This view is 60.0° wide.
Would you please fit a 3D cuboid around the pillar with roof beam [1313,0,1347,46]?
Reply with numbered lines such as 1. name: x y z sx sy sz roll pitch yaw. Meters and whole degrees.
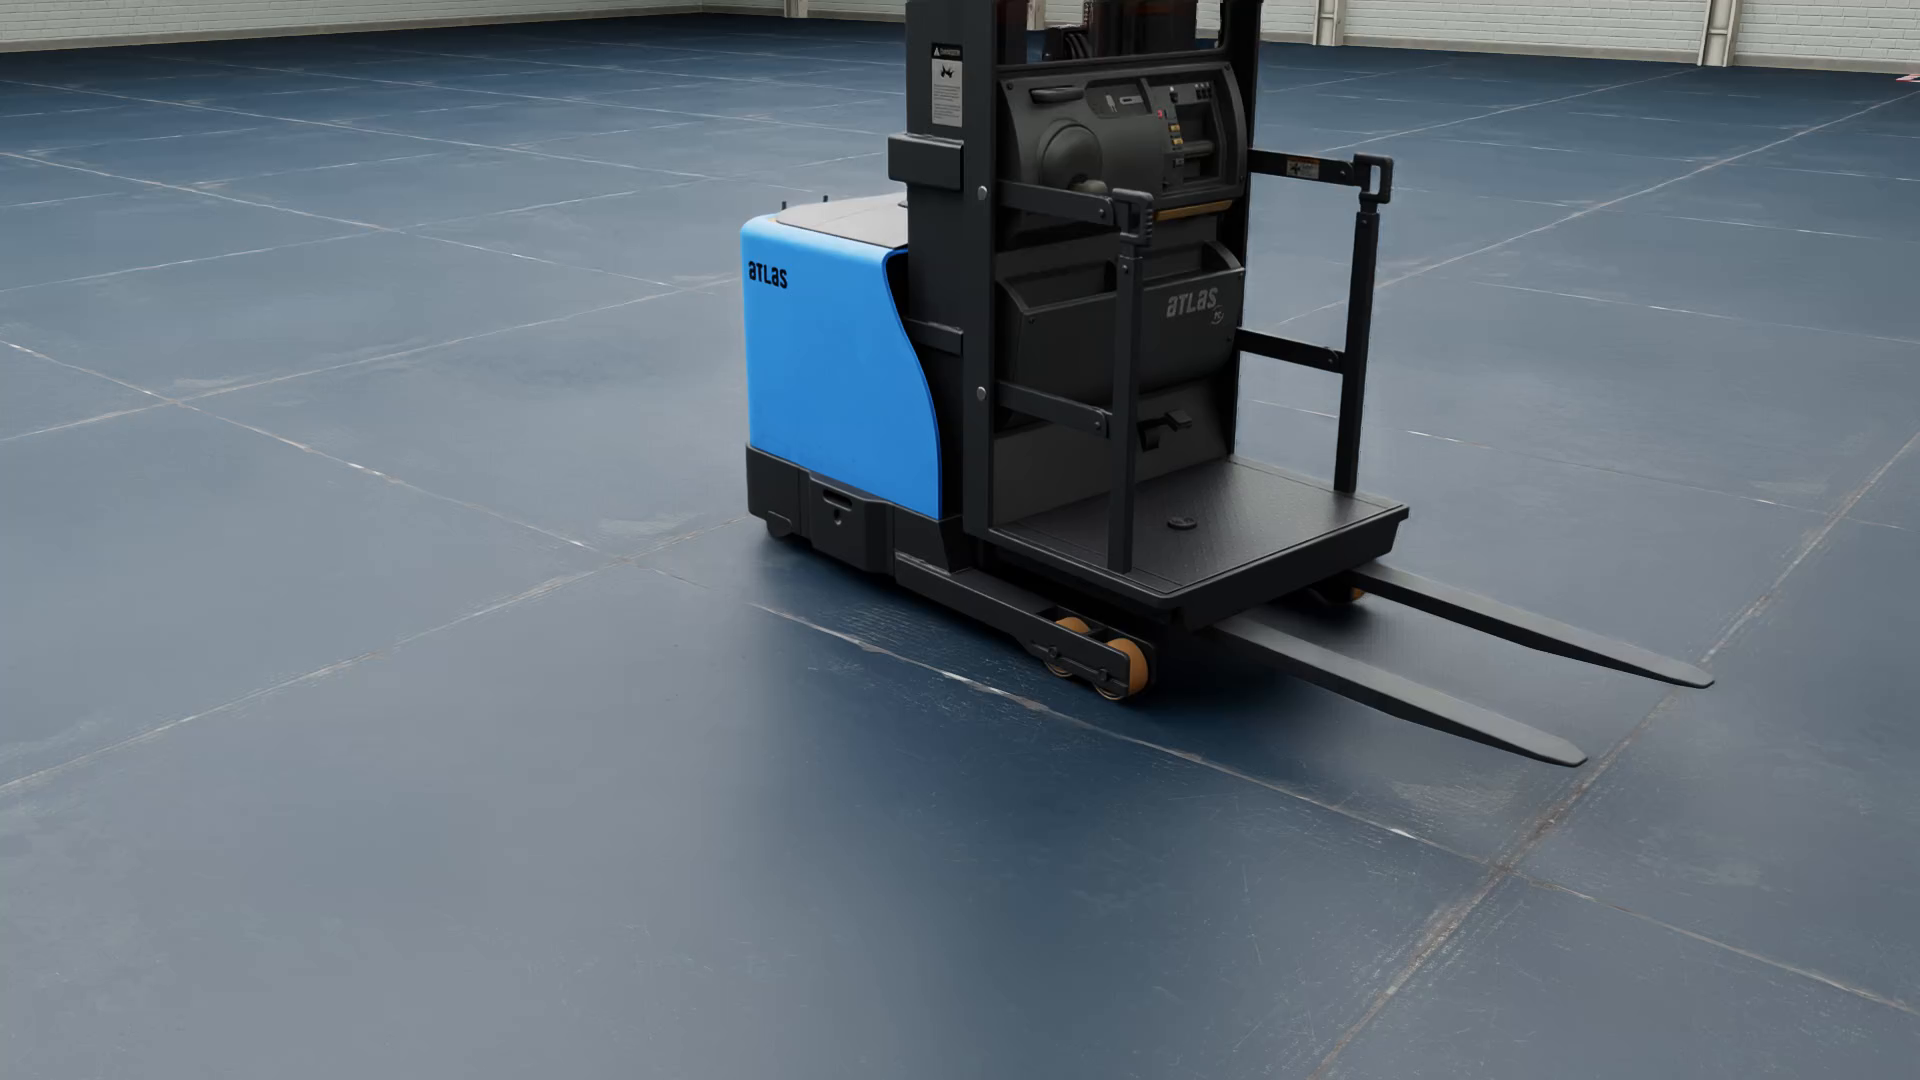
1. pillar with roof beam: 3.230 -11.039 22.188 0.400 9.000 9.100 16 26 36

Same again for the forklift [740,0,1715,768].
1. forklift: 0.619 -1.138 4.532 1.130 2.935 3.031 -17 27 -38

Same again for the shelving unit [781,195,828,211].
1. shelving unit: -0.472 -0.694 6.020 0.215 1.050 0.252 -17 27 -38

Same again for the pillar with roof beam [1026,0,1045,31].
1. pillar with roof beam: -1.419 -12.378 25.738 0.400 9.000 9.100 16 26 36

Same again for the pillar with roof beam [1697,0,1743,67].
1. pillar with roof beam: 7.878 -9.701 18.639 0.400 9.000 9.100 16 26 36

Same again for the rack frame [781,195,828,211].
1. rack frame: -0.552 -0.726 6.106 0.200 1.050 0.008 -17 27 -38

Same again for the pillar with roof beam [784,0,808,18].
1. pillar with roof beam: -6.067 -13.716 29.288 0.400 9.000 9.100 16 26 36
